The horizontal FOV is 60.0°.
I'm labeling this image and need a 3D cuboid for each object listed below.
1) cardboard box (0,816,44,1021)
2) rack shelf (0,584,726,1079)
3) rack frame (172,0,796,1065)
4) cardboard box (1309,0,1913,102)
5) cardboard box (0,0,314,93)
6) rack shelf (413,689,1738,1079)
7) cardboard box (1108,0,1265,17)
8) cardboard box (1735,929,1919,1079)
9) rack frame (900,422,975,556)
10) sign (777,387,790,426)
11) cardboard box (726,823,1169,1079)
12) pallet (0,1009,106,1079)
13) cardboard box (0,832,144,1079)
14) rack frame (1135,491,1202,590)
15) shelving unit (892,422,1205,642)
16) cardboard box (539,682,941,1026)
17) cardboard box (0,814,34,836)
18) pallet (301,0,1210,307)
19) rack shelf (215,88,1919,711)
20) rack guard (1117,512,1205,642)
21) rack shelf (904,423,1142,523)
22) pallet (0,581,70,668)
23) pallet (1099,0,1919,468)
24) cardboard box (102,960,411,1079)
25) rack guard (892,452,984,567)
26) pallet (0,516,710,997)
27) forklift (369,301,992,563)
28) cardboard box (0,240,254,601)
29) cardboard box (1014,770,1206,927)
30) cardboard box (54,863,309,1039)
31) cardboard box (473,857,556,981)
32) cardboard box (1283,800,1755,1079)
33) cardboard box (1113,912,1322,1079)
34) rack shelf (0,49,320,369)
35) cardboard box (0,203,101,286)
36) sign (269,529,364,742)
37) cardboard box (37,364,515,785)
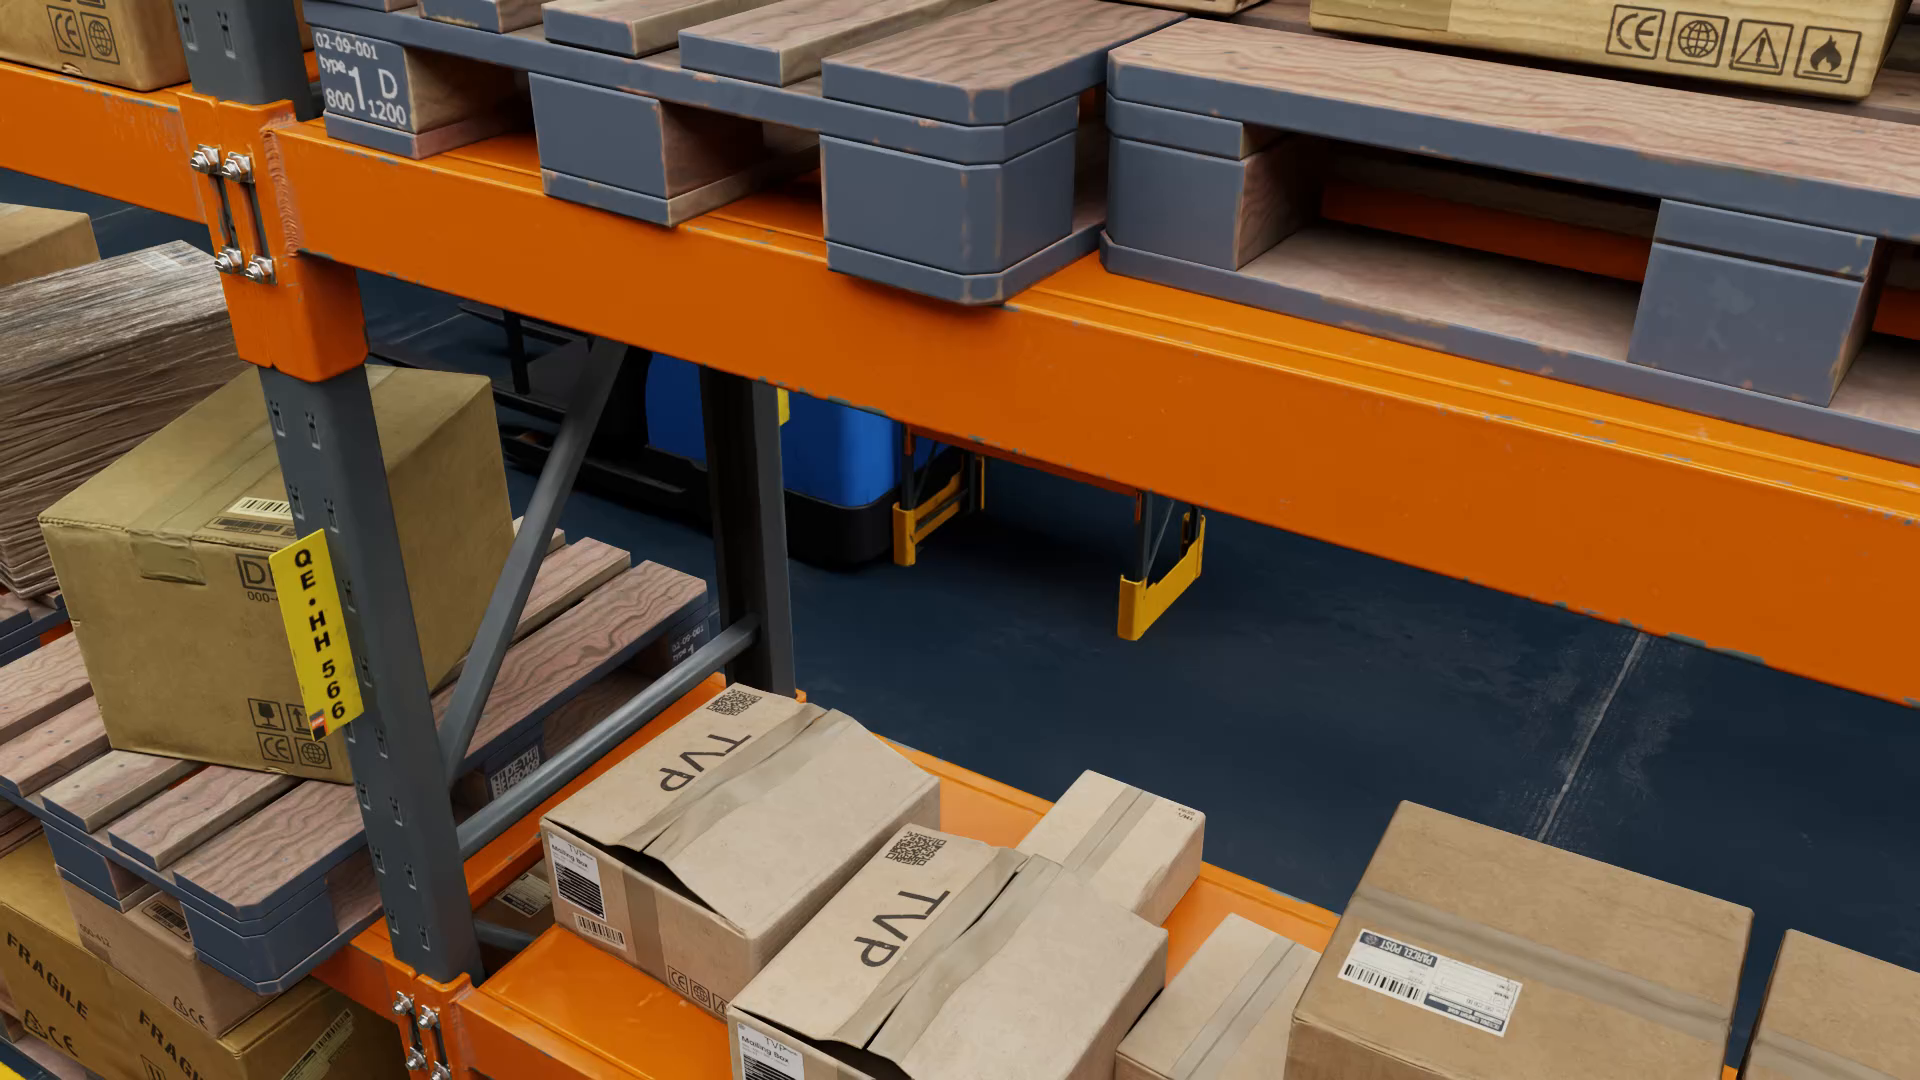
[{"bbox_3d":[-2.468,0.837,4.382,0.500,0.500,0.500,16,34,26],"label":"cardboard box"},{"bbox_3d":[-2.359,0.150,4.230,4.000,0.370,1.077,18,35,27],"label":"rack shelf"},{"bbox_3d":[-0.667,0.376,3.128,0.053,2.616,0.949,18,35,27],"label":"rack frame"},{"bbox_3d":[0.681,-0.649,1.641,0.500,0.250,0.500,17,34,26],"label":"cardboard box"},{"bbox_3d":[-1.052,-1.067,2.525,0.500,0.500,0.910,18,35,27],"label":"cardboard box"},{"bbox_3d":[1.029,1.221,2.394,4.000,0.370,1.077,18,35,27],"label":"rack shelf"},{"bbox_3d":[0.203,-0.807,1.912,0.500,0.250,0.500,19,35,29],"label":"cardboard box"},{"bbox_3d":[1.211,0.915,2.105,0.500,0.500,0.500,18,35,27],"label":"cardboard box"},{"bbox_3d":[-0.082,-0.674,6.417,0.032,1.500,0.500,18,35,27],"label":"rack frame"},{"bbox_3d":[-0.373,-0.363,3.247,0.005,0.325,0.100,18,35,27],"label":"sign"},{"bbox_3d":[-0.010,0.736,2.601,0.500,0.311,0.500,17,34,27],"label":"cardboard box"},{"bbox_3d":[-2.306,1.036,4.765,1.213,0.211,1.003,18,35,27],"label":"pallet"},{"bbox_3d":[-2.020,0.975,4.145,0.500,0.500,0.500,16,34,26],"label":"cardboard box"},{"bbox_3d":[0.779,-0.402,5.951,0.032,1.500,0.500,18,35,27],"label":"rack frame"},{"bbox_3d":[0.341,-0.540,6.188,1.083,1.500,0.587,18,35,27],"label":"shelving unit"},{"bbox_3d":[-0.380,0.529,2.954,0.500,0.311,0.500,20,36,30],"label":"cardboard box"},{"bbox_3d":[-2.500,0.505,4.208,0.500,0.250,0.500,17,34,26],"label":"cardboard box"},{"bbox_3d":[-0.043,-0.696,2.176,1.003,0.211,1.213,19,35,30],"label":"pallet"},{"bbox_3d":[1.029,-0.074,1.638,4.000,0.370,1.077,18,35,27],"label":"rack shelf"},{"bbox_3d":[0.763,0.133,6.275,0.087,0.250,0.587,18,35,27],"label":"rack guard"},{"bbox_3d":[0.348,-0.383,6.274,1.000,0.185,0.538,18,35,27],"label":"rack shelf"},{"bbox_3d":[-2.314,-0.061,4.069,1.213,0.211,1.003,18,35,27],"label":"pallet"},{"bbox_3d":[0.906,-0.397,1.665,1.213,0.211,1.003,19,35,30],"label":"pallet"},{"bbox_3d":[-1.582,1.114,3.908,0.500,0.500,0.500,19,35,29],"label":"cardboard box"},{"bbox_3d":[-0.081,-0.134,6.731,0.087,0.250,0.587,18,35,27],"label":"rack guard"},{"bbox_3d":[-1.276,0.306,3.439,1.003,0.211,1.213,18,35,27],"label":"pallet"},{"bbox_3d":[-1.383,-1.725,6.797,3.031,2.935,1.130,18,35,27],"label":"forklift"},{"bbox_3d":[-1.931,-0.297,3.766,0.500,0.500,0.700,25,39,36],"label":"cardboard box"},{"bbox_3d":[0.244,0.606,2.983,0.250,0.149,0.380,18,35,27],"label":"cardboard box"},{"bbox_3d":[-1.632,0.777,3.741,0.500,0.250,0.500,19,35,29],"label":"cardboard box"},{"bbox_3d":[-0.898,1.021,4.068,0.500,0.500,0.500,19,35,29],"label":"cardboard box"},{"bbox_3d":[0.765,0.774,2.347,0.500,0.500,0.500,16,34,25],"label":"cardboard box"},{"bbox_3d":[0.445,0.801,2.650,0.250,0.149,0.380,20,36,31],"label":"cardboard box"},{"bbox_3d":[-2.359,-1.146,3.475,4.000,0.370,1.077,18,35,27],"label":"rack shelf"},{"bbox_3d":[-2.524,-0.474,4.070,0.500,0.500,0.700,9,31,15],"label":"cardboard box"},{"bbox_3d":[-0.945,0.143,2.458,0.005,0.325,0.100,18,35,27],"label":"sign"},{"bbox_3d":[-1.258,0.030,3.207,0.500,0.500,0.700,6,31,11],"label":"cardboard box"}]
